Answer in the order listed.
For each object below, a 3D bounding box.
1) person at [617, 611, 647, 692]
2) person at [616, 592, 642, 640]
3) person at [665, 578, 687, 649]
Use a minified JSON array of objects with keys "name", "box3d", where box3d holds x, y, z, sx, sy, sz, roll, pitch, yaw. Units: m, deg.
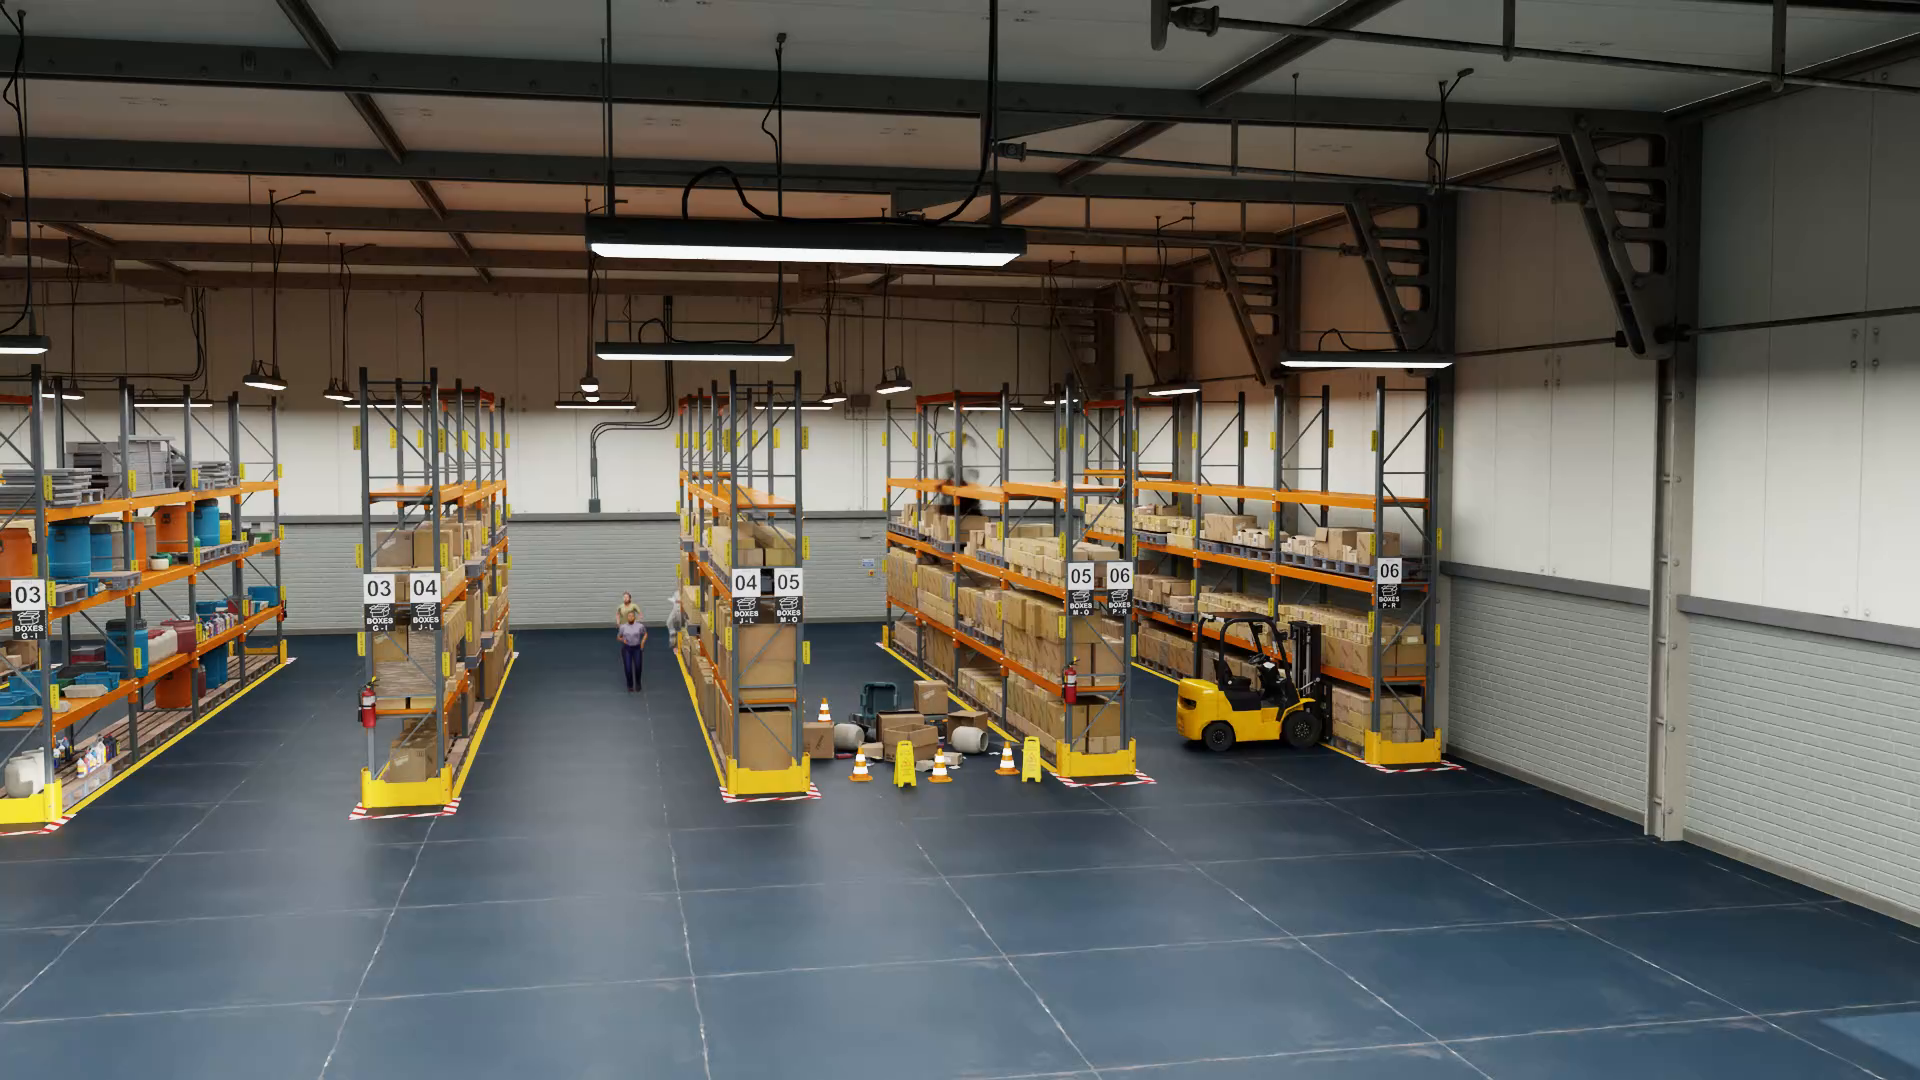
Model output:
[{"name":"person","box3d":[-6.511,2.224,33.052,0.591,1.618,0.576,-1,3,-10]},{"name":"person","box3d":[-7.363,1.988,37.005,0.589,1.673,0.706,0,3,-3]},{"name":"person","box3d":[-6.731,1.729,40.161,0.708,1.818,0.647,-2,4,-29]}]
